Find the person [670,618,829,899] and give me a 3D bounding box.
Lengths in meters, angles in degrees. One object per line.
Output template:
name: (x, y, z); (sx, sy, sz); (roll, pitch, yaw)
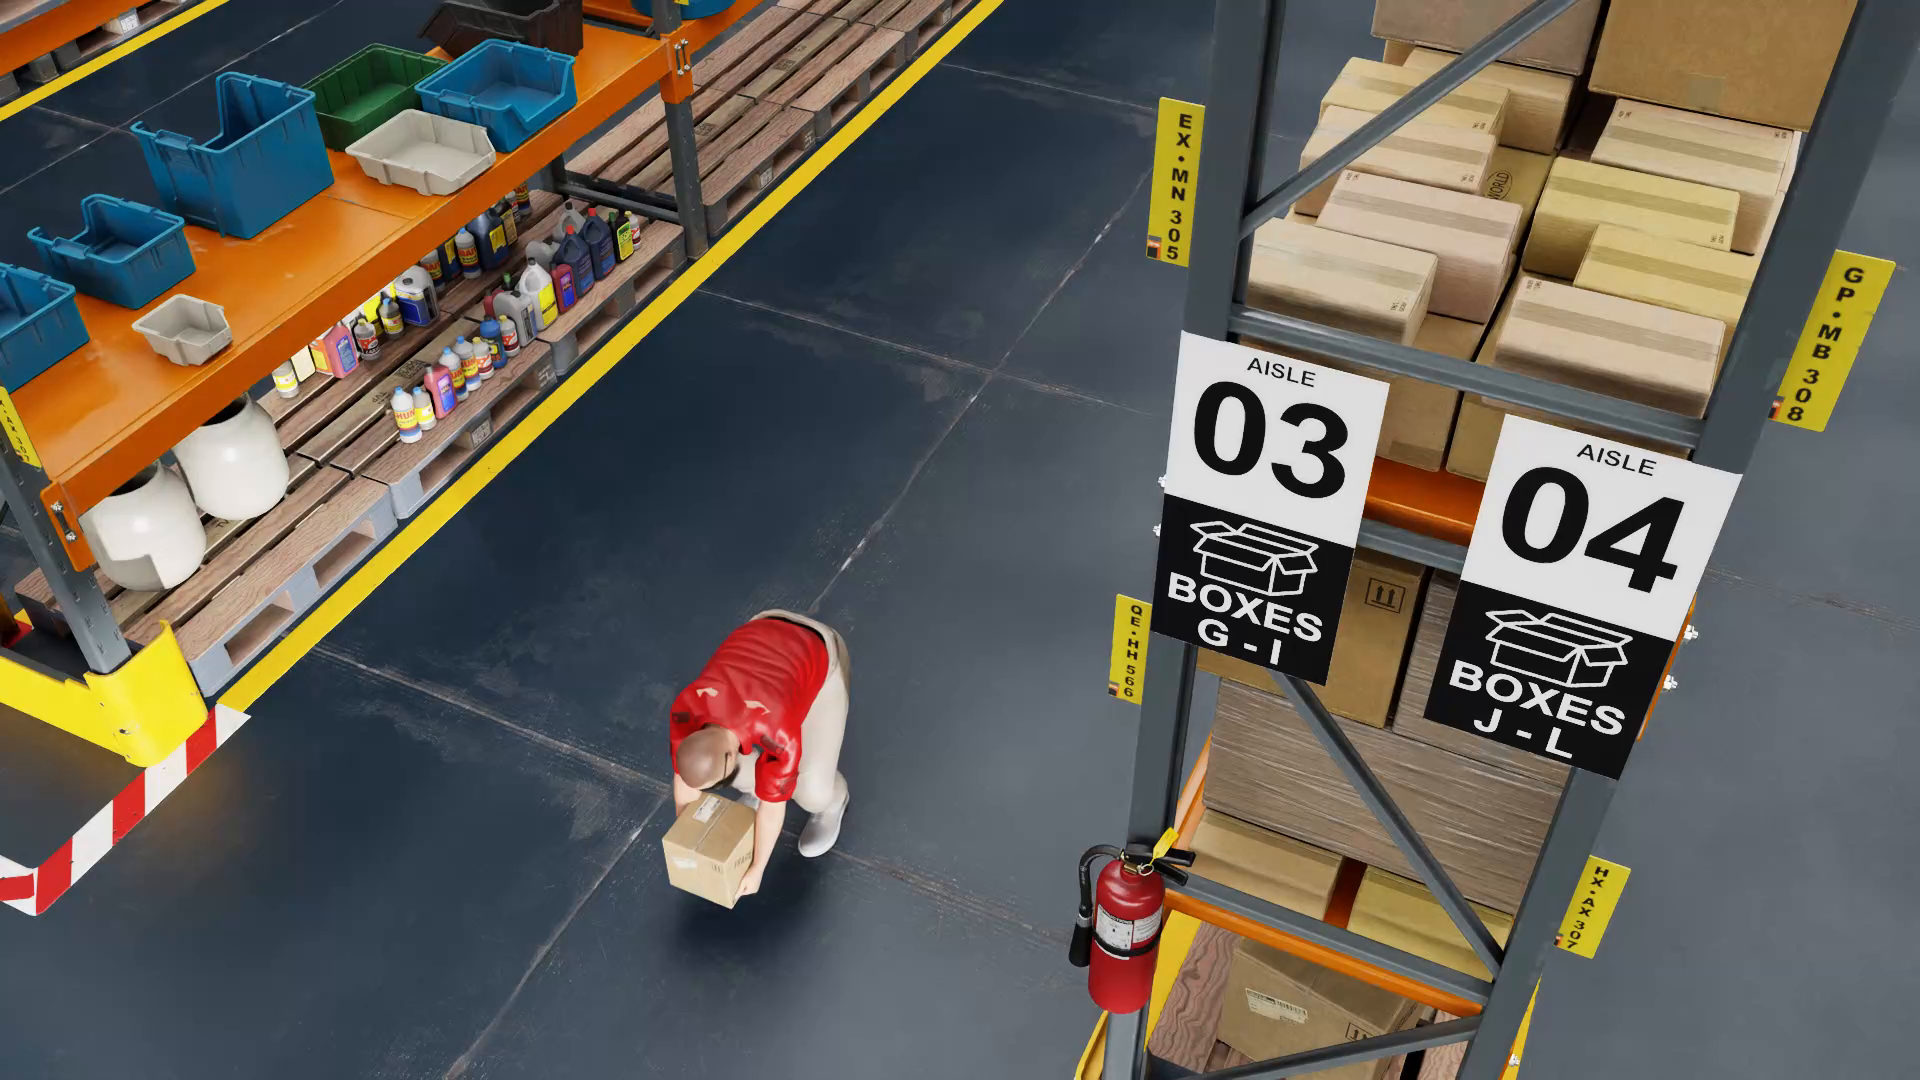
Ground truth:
person: (-0.721, 0.733, 5.757); (0.481, 0.794, 0.803); (15, 44, 17)
